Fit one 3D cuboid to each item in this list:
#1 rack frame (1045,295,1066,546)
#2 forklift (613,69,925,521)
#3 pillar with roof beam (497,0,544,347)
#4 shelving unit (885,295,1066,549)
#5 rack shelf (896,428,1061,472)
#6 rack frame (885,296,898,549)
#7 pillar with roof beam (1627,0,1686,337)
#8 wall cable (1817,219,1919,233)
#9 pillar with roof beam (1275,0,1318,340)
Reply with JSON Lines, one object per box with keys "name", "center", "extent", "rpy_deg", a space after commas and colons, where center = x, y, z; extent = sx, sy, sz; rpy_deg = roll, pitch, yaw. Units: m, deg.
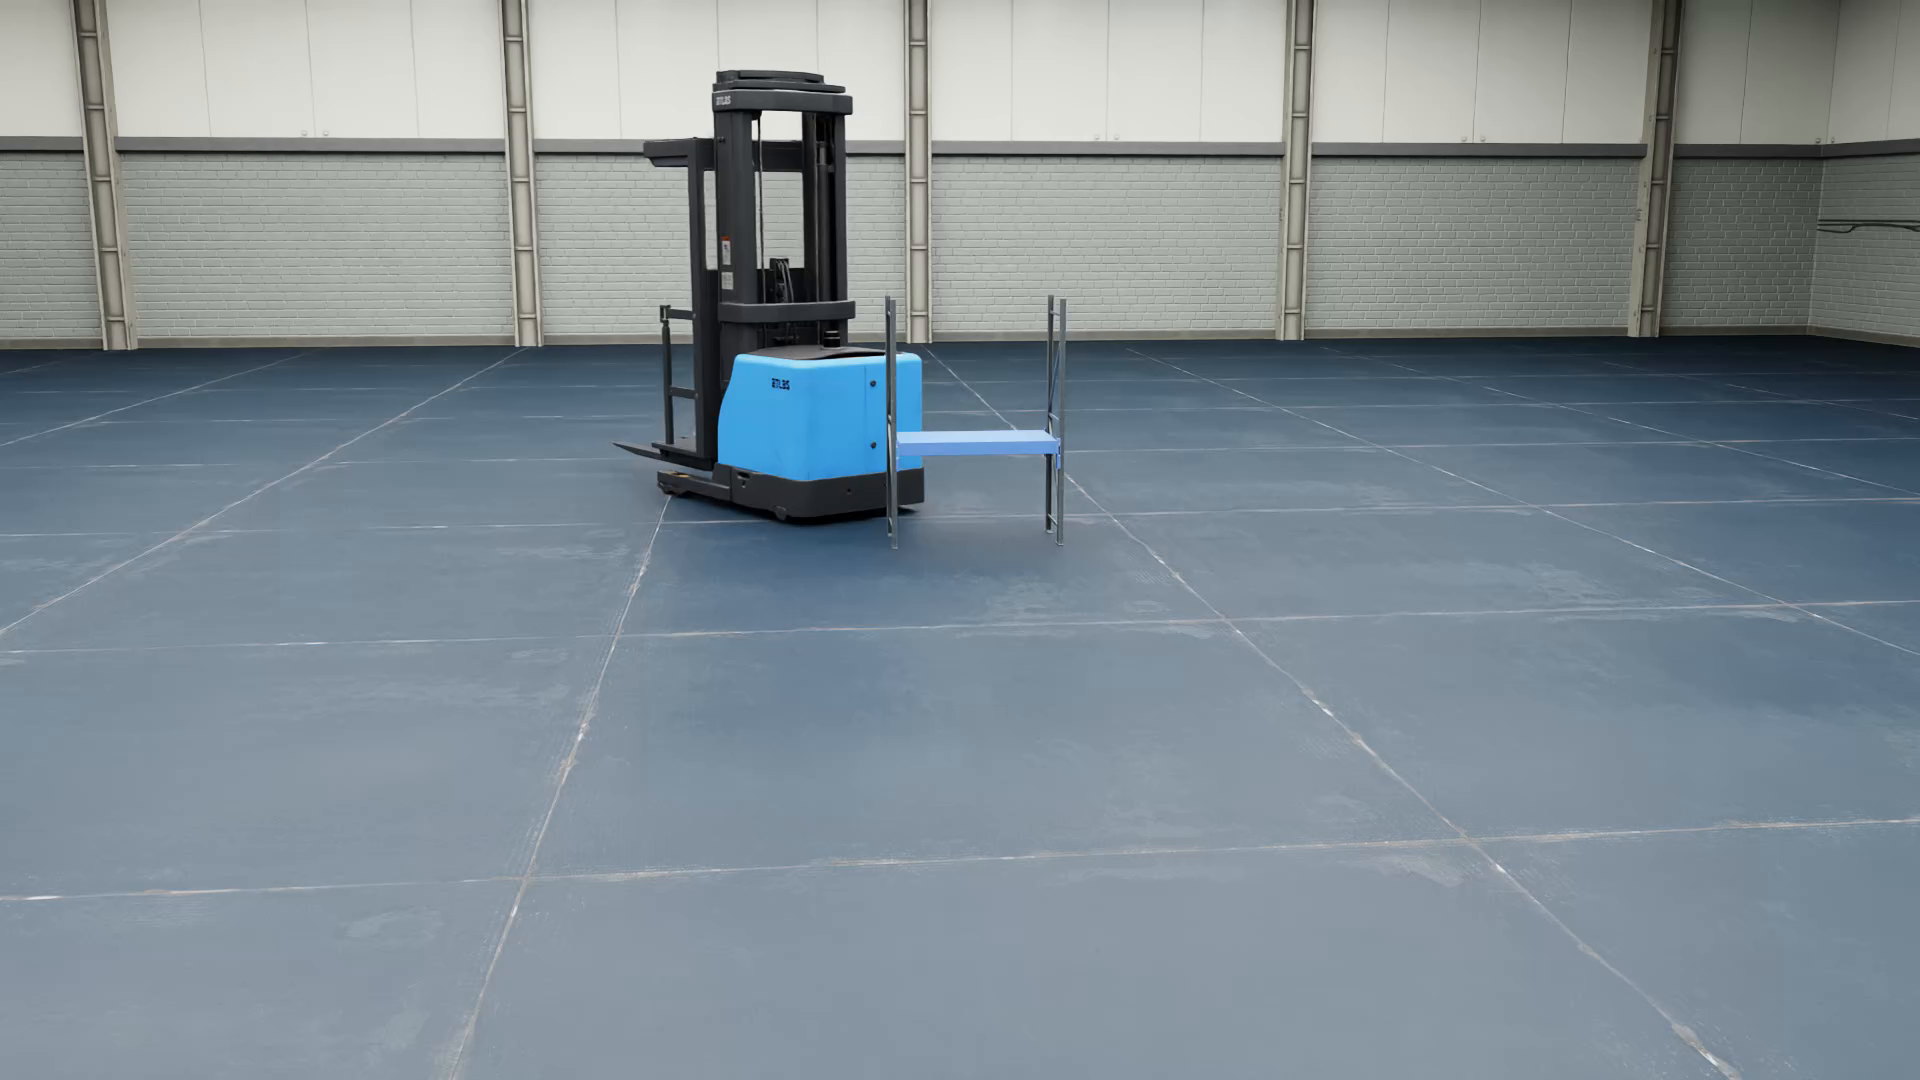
{"name": "rack frame", "center": [0.590, -0.748, 10.286], "extent": [0.032, 1.500, 0.500], "rpy_deg": [-1, 11, -6]}
{"name": "forklift", "center": [-1.545, -1.796, 11.906], "extent": [1.130, 2.935, 3.031], "rpy_deg": [-9, 14, -37]}
{"name": "pillar with roof beam", "center": [-6.149, -6.579, 20.505], "extent": [0.400, 9.000, 9.100], "rpy_deg": [-1, 11, -6]}
{"name": "shelving unit", "center": [0.085, -0.738, 10.232], "extent": [1.048, 1.500, 0.538], "rpy_deg": [-1, 11, -6]}
{"name": "rack shelf", "center": [0.085, -0.561, 10.267], "extent": [1.000, 0.185, 0.538], "rpy_deg": [-1, 11, -6]}
{"name": "rack frame", "center": [-0.421, -0.727, 10.179], "extent": [0.032, 1.500, 0.500], "rpy_deg": [-1, 11, -6]}
{"name": "pillar with roof beam", "center": [11.745, -6.954, 22.412], "extent": [0.400, 9.000, 9.100], "rpy_deg": [-1, 11, -6]}
{"name": "wall cable", "center": [14.352, -6.064, 25.933], "extent": [0.112, 2.526, 3.097], "rpy_deg": [-1, 11, -6]}
{"name": "pillar with roof beam", "center": [5.781, -6.829, 21.776], "extent": [0.400, 9.000, 9.100], "rpy_deg": [-1, 11, -6]}
